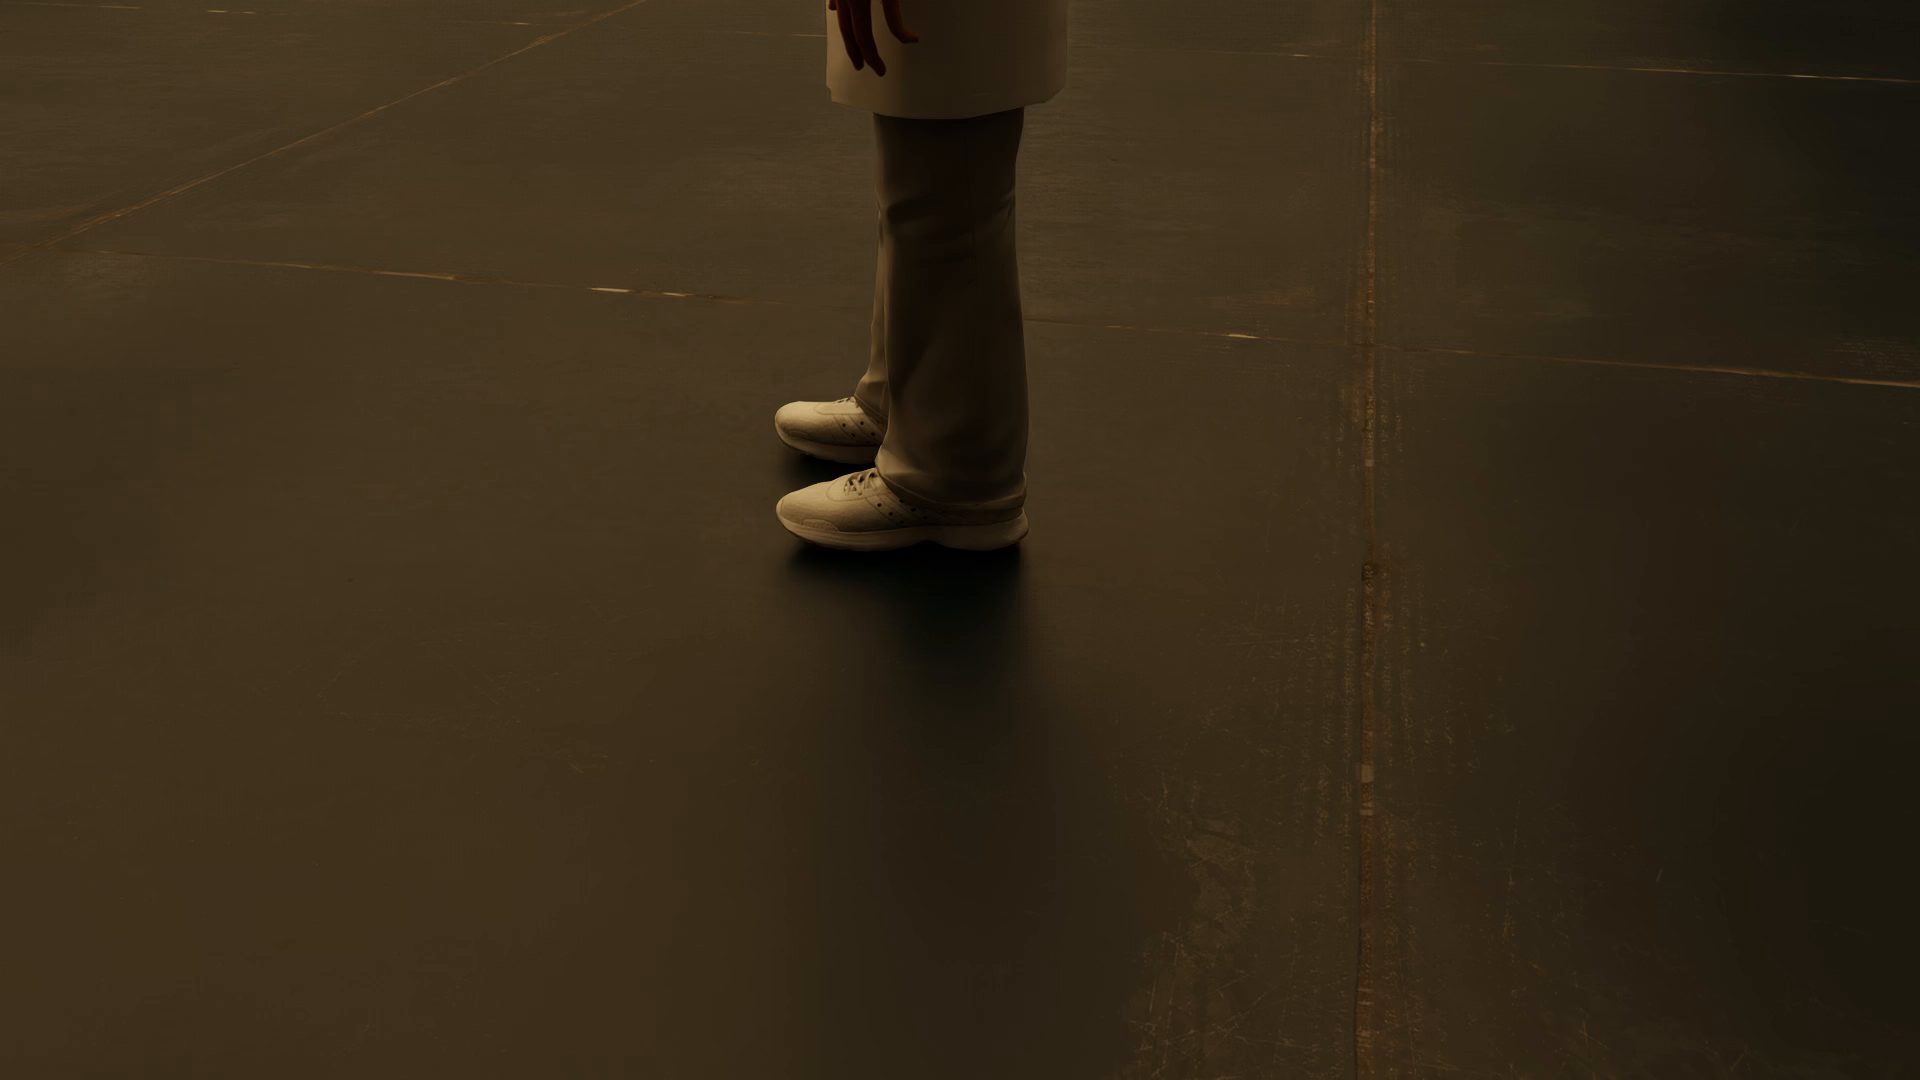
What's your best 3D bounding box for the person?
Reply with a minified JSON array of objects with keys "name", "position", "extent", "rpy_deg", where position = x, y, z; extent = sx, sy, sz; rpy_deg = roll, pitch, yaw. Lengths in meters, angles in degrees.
[{"name":"person","position":[-0.086,-0.813,2.121],"extent":[0.581,1.776,0.689],"rpy_deg":[6,27,11]}]
